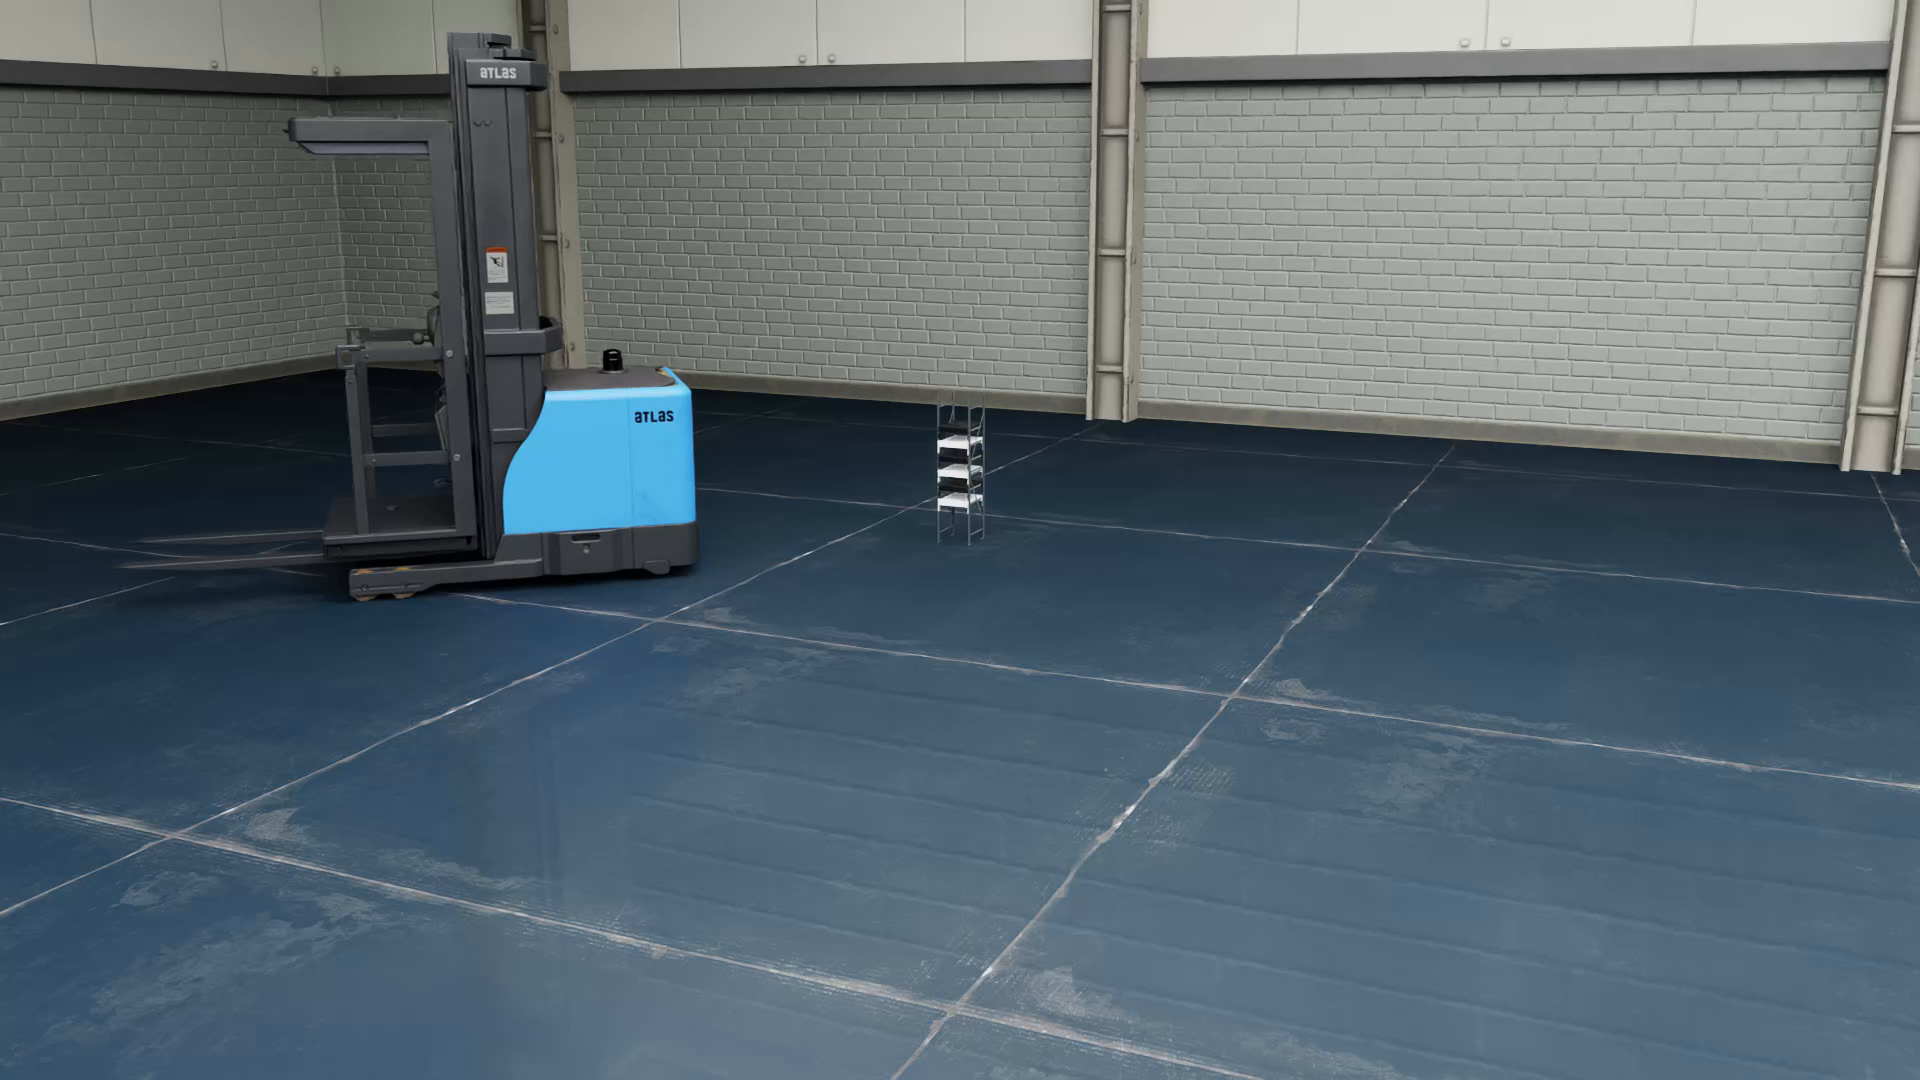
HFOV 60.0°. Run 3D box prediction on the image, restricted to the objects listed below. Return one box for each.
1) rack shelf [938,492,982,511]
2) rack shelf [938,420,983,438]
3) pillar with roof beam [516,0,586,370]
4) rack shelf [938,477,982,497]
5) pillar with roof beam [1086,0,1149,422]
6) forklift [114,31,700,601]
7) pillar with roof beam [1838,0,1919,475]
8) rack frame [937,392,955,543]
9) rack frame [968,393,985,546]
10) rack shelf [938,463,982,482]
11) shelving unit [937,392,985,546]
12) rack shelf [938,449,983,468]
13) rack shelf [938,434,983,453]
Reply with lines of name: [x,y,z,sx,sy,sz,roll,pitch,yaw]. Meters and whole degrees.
rack shelf: [0.007,-0.230,10.198,0.200,0.077,0.258,6,14,23]
rack shelf: [0.007,-0.668,10.095,0.200,0.077,0.258,6,14,23]
pillar with roof beam: [-5.868,-5.126,12.400,0.400,9.000,9.100,6,14,23]
rack shelf: [0.007,-0.317,10.177,0.200,0.077,0.258,6,14,23]
pillar with roof beam: [-0.382,-4.570,10.034,0.400,9.000,9.100,6,14,23]
forklift: [-3.052,-1.236,9.107,3.031,2.935,1.130,-4,14,-16]
pillar with roof beam: [5.104,-4.015,7.668,0.400,9.000,9.100,6,14,23]
rack frame: [-0.086,-0.447,10.189,0.006,0.900,0.240,6,14,23]
rack frame: [0.100,-0.428,10.109,0.006,0.900,0.240,6,14,23]
rack shelf: [0.007,-0.405,10.156,0.200,0.077,0.258,6,14,23]
shelving unit: [0.007,-0.437,10.149,0.210,0.900,0.258,6,14,23]
rack shelf: [0.007,-0.493,10.136,0.200,0.077,0.258,6,14,23]
rack shelf: [0.007,-0.580,10.115,0.200,0.077,0.258,6,14,23]
